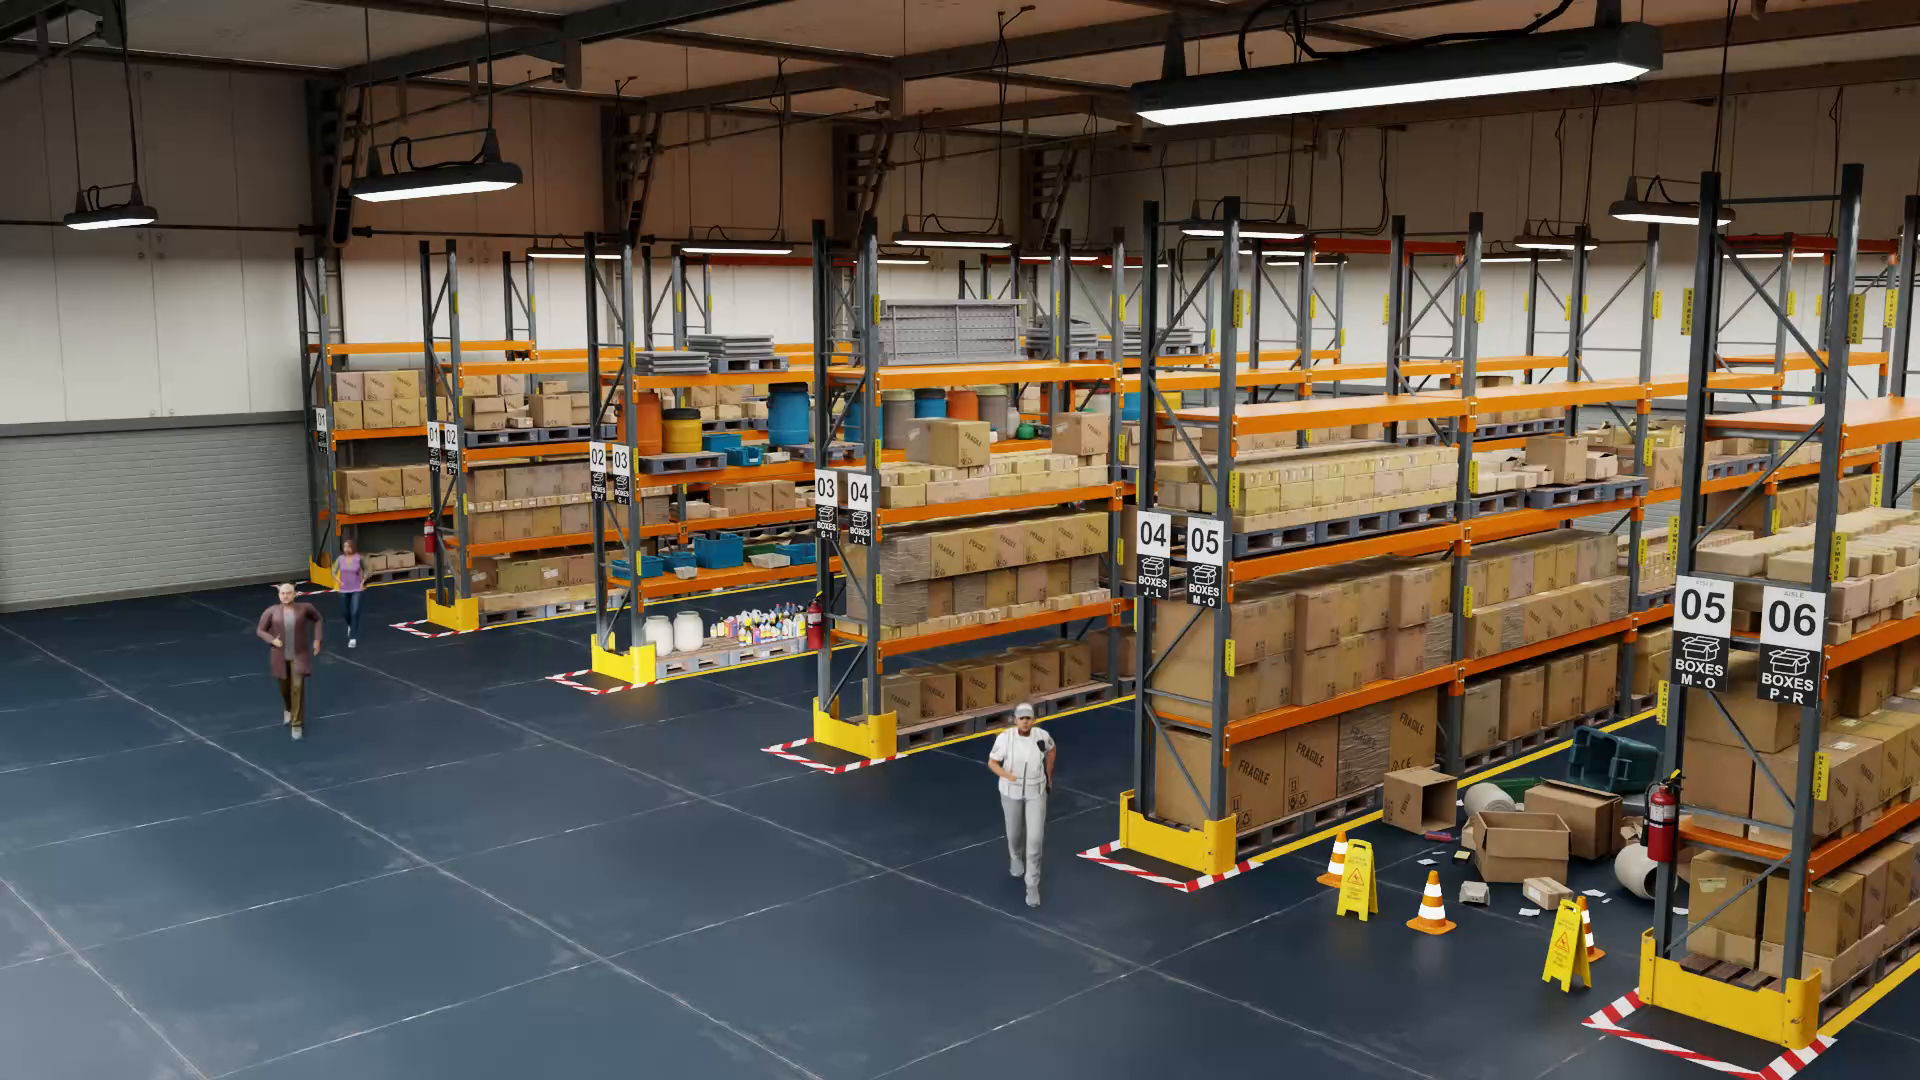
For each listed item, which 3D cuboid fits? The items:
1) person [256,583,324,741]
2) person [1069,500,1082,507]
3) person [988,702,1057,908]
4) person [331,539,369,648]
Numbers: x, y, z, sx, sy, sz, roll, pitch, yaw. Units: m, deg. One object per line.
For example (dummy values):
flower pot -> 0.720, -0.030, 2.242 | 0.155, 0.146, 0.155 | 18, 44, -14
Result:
person -> -7.934, 1.398, 19.736 | 0.730, 1.804, 0.949 | -2, 9, -16
person -> 2.165, -0.270, 32.050 | 0.522, 1.528, 0.577 | 6, 11, 37
person -> 0.543, 2.237, 14.478 | 0.597, 1.683, 0.884 | 0, 8, 2
person -> -9.074, 0.819, 24.776 | 0.534, 1.504, 0.637 | -1, 8, -9
